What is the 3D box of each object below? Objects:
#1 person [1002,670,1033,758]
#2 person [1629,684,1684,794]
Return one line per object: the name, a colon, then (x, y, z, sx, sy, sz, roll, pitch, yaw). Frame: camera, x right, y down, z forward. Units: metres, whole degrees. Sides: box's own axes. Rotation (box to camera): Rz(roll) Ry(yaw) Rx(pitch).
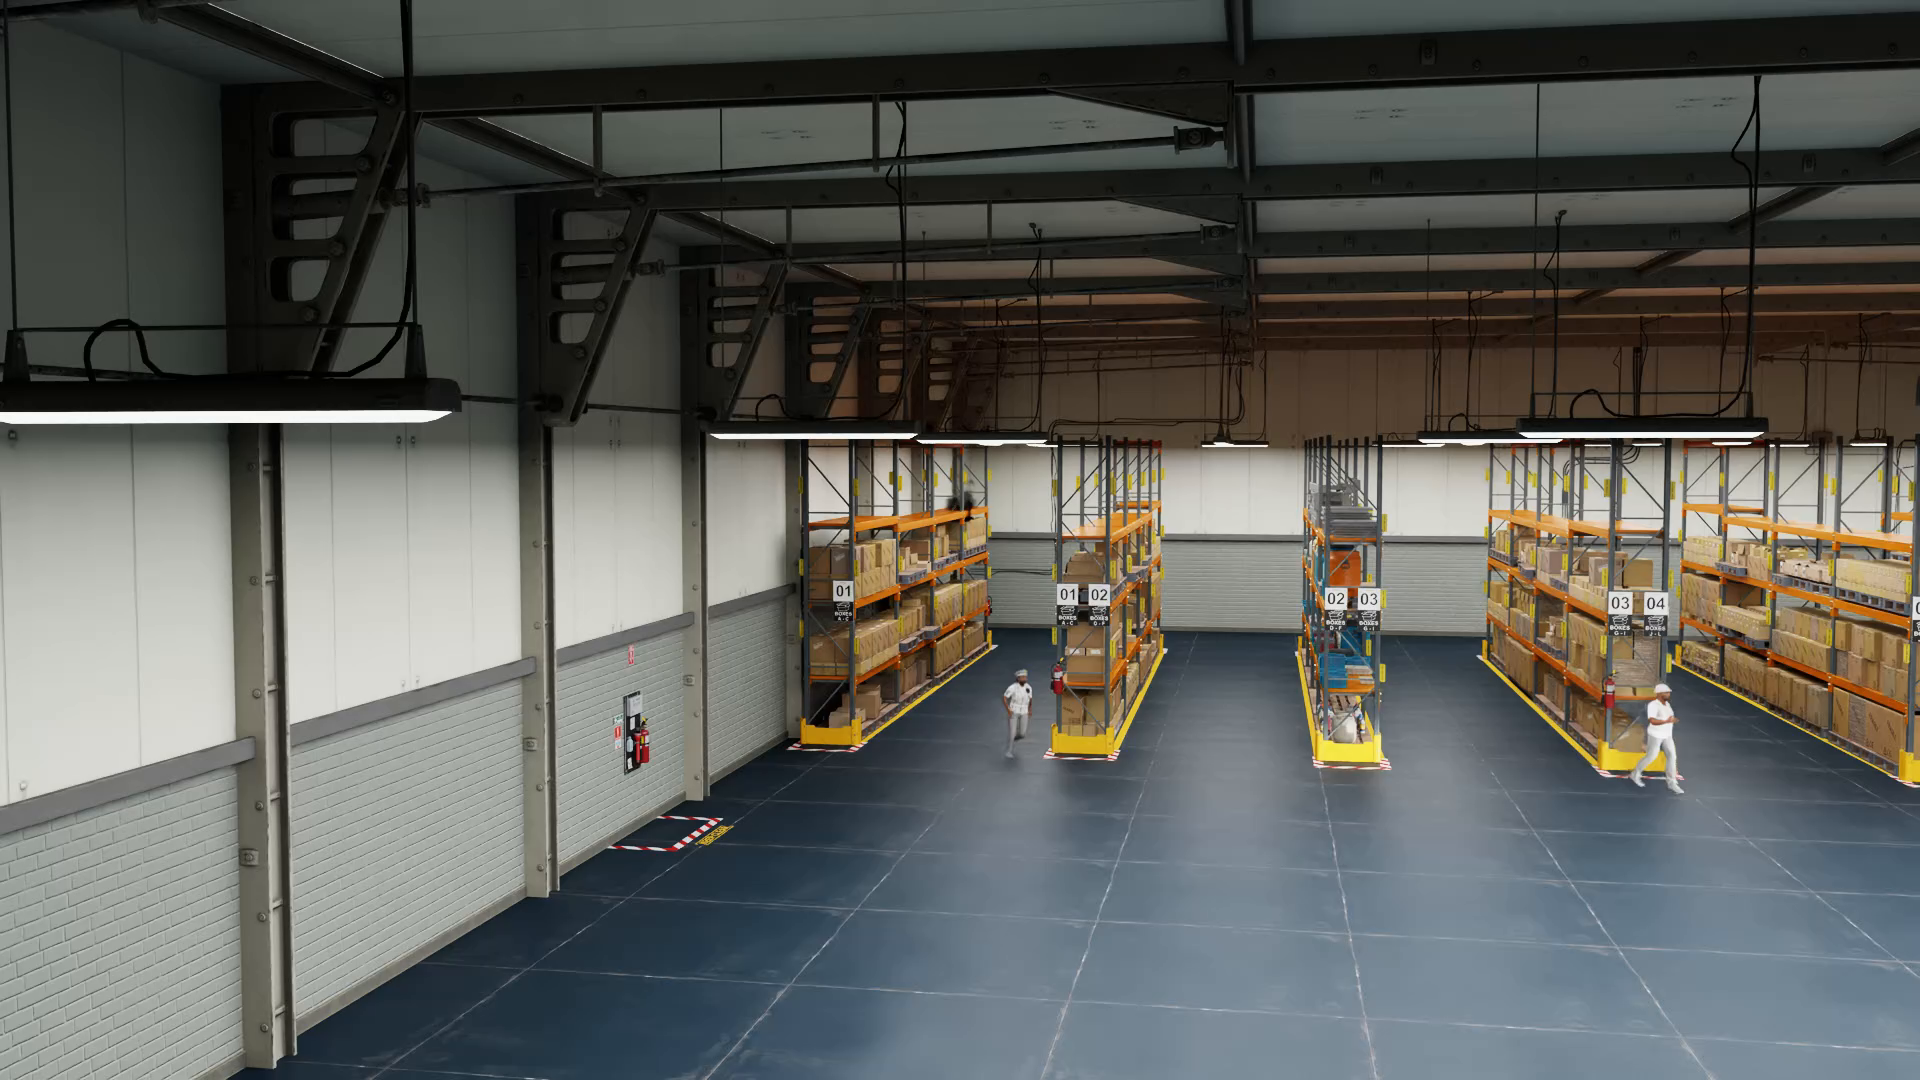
person: (1.098, 3.241, 31.100, 0.624, 1.648, 0.523, -1, 3, -18)
person: (11.729, 3.302, 27.899, 0.687, 1.783, 0.916, -2, 4, -33)
